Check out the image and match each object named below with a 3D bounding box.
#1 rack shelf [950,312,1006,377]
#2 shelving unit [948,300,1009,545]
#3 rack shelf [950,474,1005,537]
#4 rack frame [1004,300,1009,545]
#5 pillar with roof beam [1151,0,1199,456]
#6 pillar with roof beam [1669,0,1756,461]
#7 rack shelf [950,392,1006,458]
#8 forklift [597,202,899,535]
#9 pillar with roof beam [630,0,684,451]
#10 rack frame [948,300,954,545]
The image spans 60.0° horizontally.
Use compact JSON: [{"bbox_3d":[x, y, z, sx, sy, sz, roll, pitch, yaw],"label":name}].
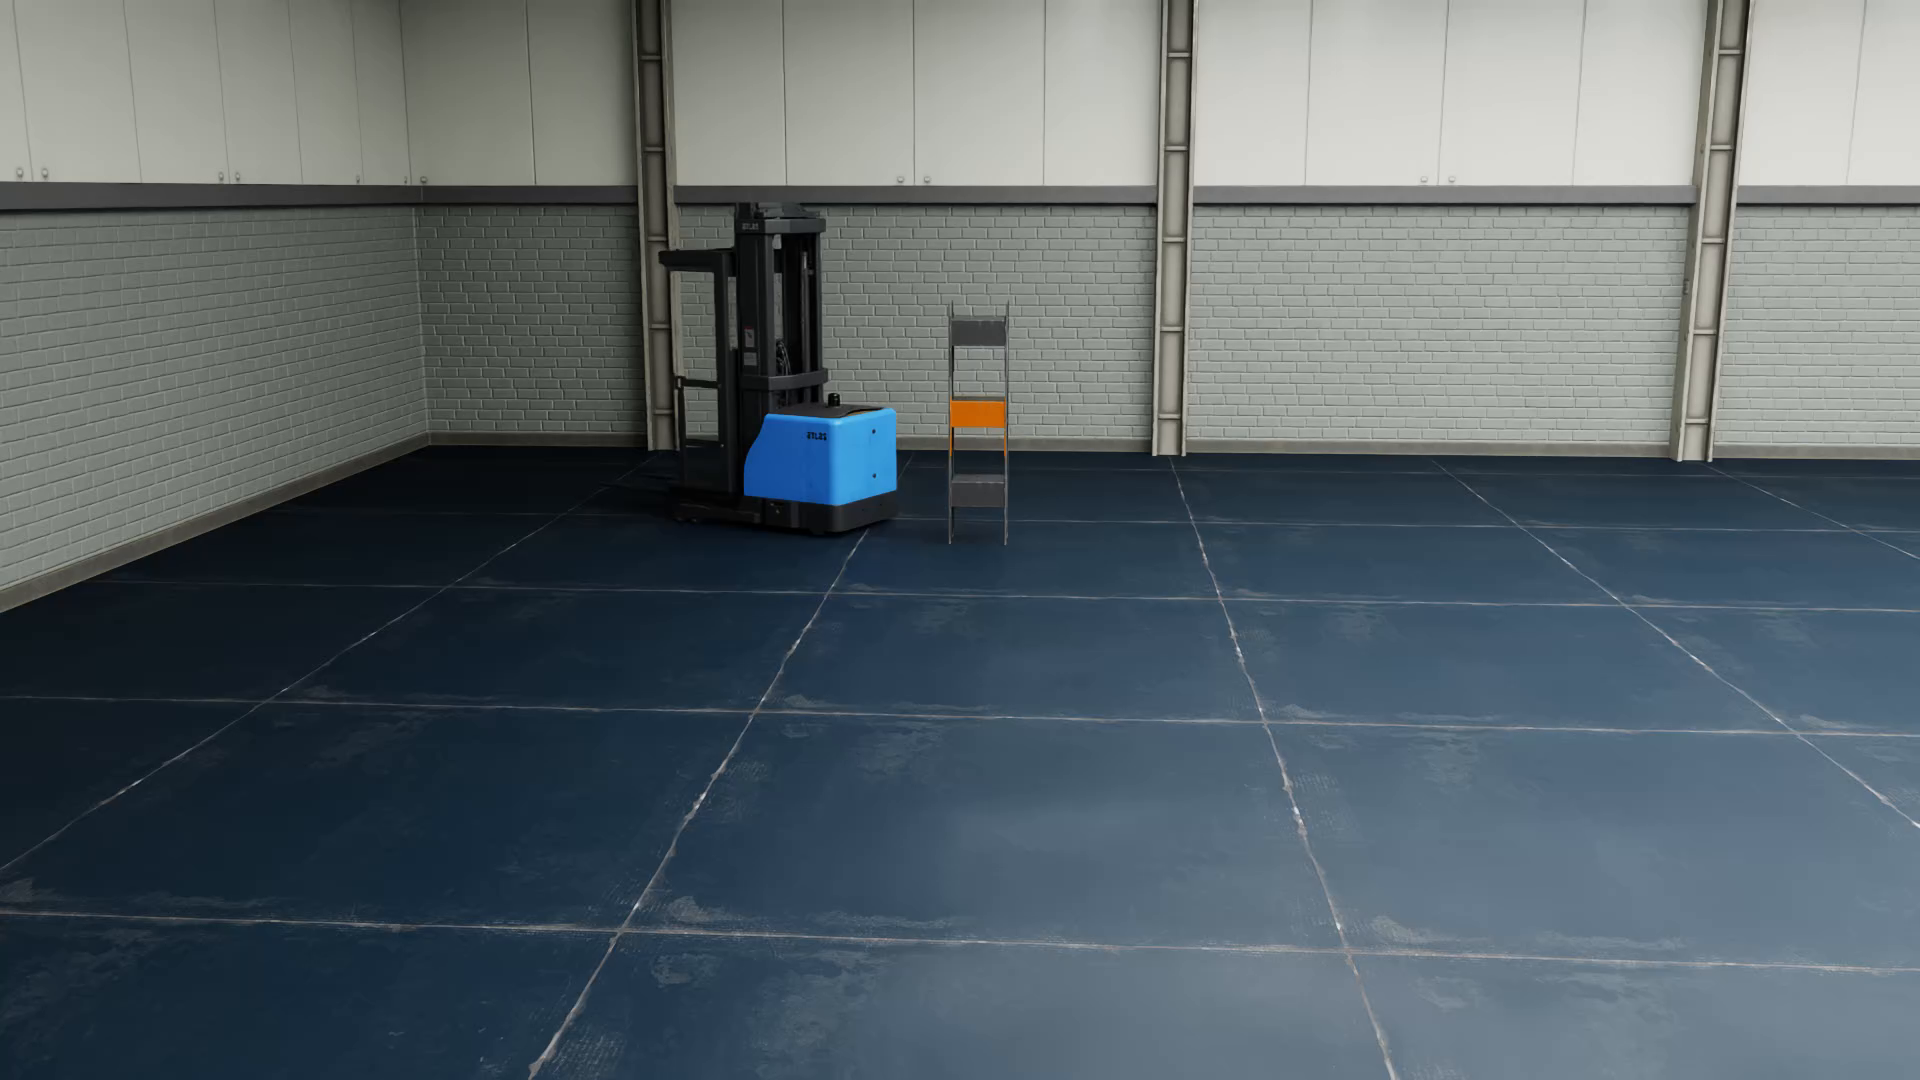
[{"bbox_3d":[0.165,-1.697,14.402,0.480,0.518,0.431,1,12,4],"label":"rack shelf"},{"bbox_3d":[0.165,-1.025,14.542,0.503,2.100,0.431,1,12,4],"label":"shelving unit"},{"bbox_3d":[0.165,-0.327,14.688,0.480,0.518,0.431,1,12,4],"label":"rack shelf"},{"bbox_3d":[0.409,-1.022,14.526,0.015,2.100,0.400,1,12,4],"label":"rack frame"},{"bbox_3d":[2.170,-4.542,14.504,0.400,9.000,9.100,1,12,4],"label":"pillar with roof beam"},{"bbox_3d":[8.157,-4.460,14.111,0.400,9.000,9.100,1,12,4],"label":"pillar with roof beam"},{"bbox_3d":[0.165,-1.012,14.545,0.480,0.518,0.431,1,12,4],"label":"rack shelf"},{"bbox_3d":[-2.104,-1.677,15.626,3.031,2.935,1.130,7,14,30],"label":"forklift"},{"bbox_3d":[-3.816,-4.624,14.896,0.400,9.000,9.100,1,12,4],"label":"pillar with roof beam"},{"bbox_3d":[-0.078,-1.029,14.558,0.015,2.100,0.400,1,12,4],"label":"rack frame"}]
